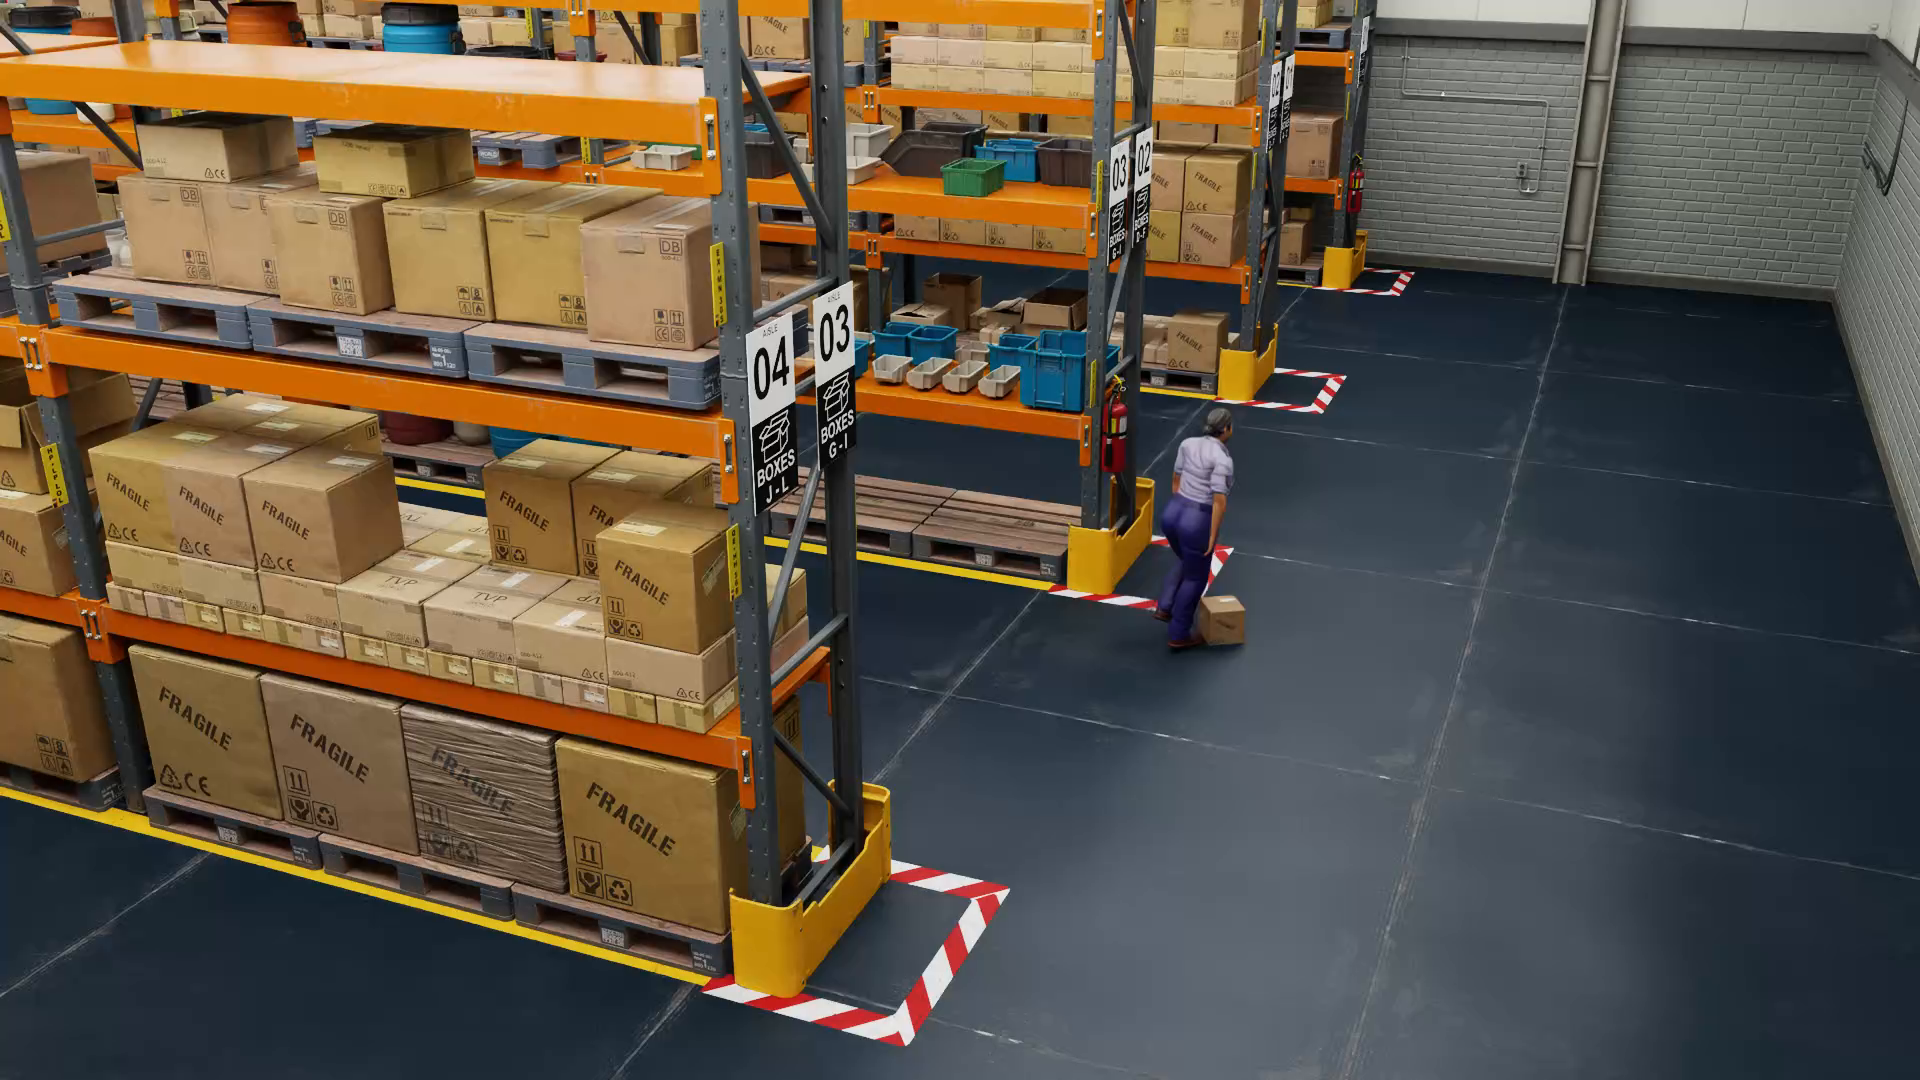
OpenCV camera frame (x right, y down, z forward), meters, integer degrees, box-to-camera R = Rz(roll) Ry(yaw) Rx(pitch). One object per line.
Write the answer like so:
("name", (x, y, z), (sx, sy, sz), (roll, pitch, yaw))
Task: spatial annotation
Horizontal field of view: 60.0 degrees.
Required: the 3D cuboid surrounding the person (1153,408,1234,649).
("person", (1.577, -0.087, 11.132), (0.521, 1.616, 0.504), (-15, 27, -32))
